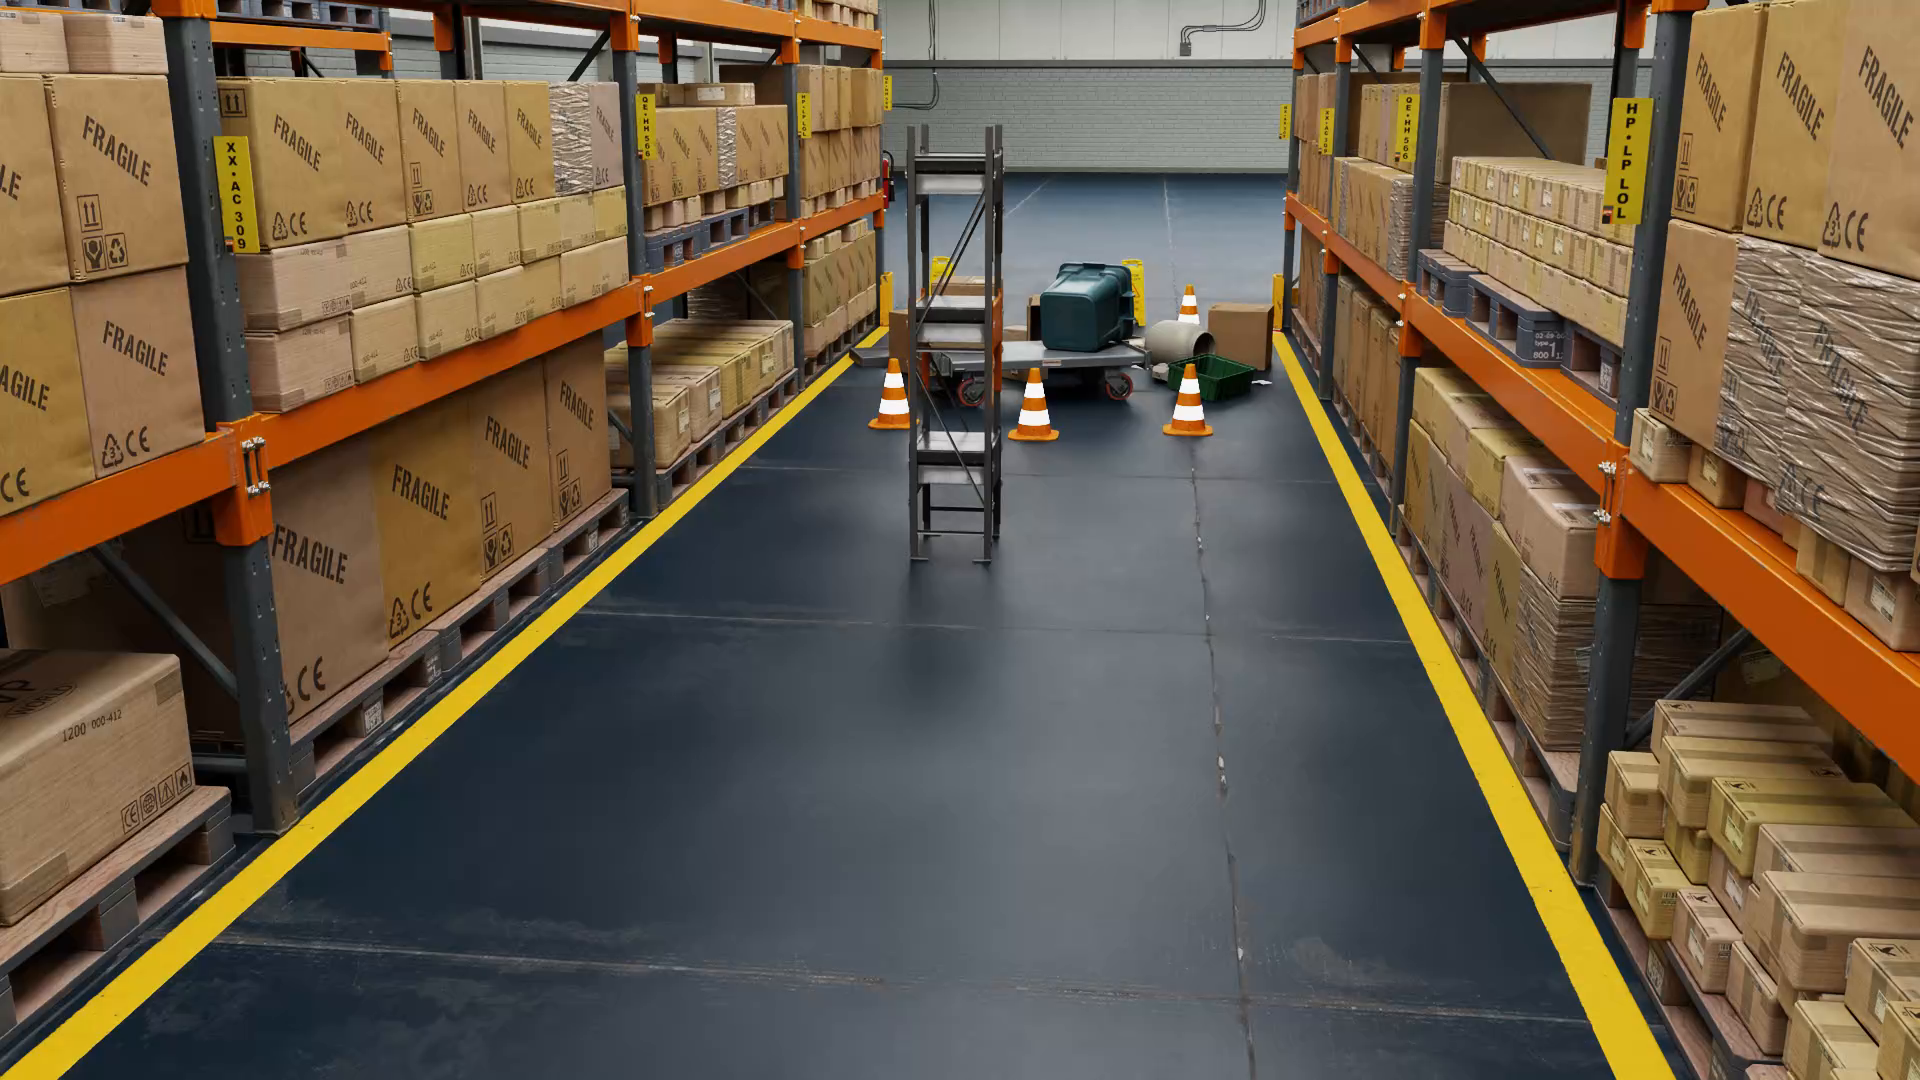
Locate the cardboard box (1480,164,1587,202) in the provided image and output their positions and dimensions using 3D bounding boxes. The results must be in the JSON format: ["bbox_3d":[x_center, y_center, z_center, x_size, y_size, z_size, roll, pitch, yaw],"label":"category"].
[{"bbox_3d":[2.430,-1.515,7.055,0.380,0.149,0.250,1,15,4],"label":"cardboard box"}]

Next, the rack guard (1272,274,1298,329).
[{"bbox_3d":[3.671,-2.337,16.346,1.175,0.500,0.348,2,15,6],"label":"rack guard"}]

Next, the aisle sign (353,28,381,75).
[{"bbox_3d":[-5.895,-5.065,16.668,0.394,0.787,0.004,2,15,6],"label":"aisle sign"}]

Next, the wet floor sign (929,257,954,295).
[{"bbox_3d":[-0.177,-2.538,16.812,0.267,0.644,0.232,7,17,25],"label":"wet floor sign"}]

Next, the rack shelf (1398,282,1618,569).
[{"bbox_3d":[2.540,-0.596,6.499,1.077,0.370,4.000,2,15,6],"label":"rack shelf"}]

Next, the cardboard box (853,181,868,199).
[{"bbox_3d":[-1.059,-3.230,15.341,0.380,0.149,0.250,2,15,7],"label":"cardboard box"}]

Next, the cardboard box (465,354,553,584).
[{"bbox_3d":[-2.430,-0.351,7.479,0.875,0.875,0.875,2,15,7],"label":"cardboard box"}]

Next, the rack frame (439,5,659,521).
[{"bbox_3d":[-2.165,-1.582,8.765,1.000,3.000,0.127,2,15,6],"label":"rack frame"}]

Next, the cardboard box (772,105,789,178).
[{"bbox_3d":[-1.537,-2.887,12.027,0.500,0.500,0.500,1,15,5],"label":"cardboard box"}]

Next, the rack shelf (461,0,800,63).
[{"bbox_3d":[-1.939,-3.201,10.386,1.077,0.370,4.000,2,15,6],"label":"rack shelf"}]

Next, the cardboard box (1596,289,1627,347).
[{"bbox_3d":[2.191,-0.682,5.116,0.380,0.149,0.250,2,15,7],"label":"cardboard box"}]

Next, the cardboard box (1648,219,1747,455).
[{"bbox_3d":[2.008,-0.496,3.987,0.500,0.500,0.500,1,15,5],"label":"cardboard box"}]

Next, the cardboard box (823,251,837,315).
[{"bbox_3d":[-1.330,-2.141,13.860,0.500,0.500,0.500,2,15,9],"label":"cardboard box"}]

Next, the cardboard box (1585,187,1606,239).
[{"bbox_3d":[2.226,-1.040,5.299,0.380,0.149,0.250,1,15,4],"label":"cardboard box"}]

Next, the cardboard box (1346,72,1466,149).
[{"bbox_3d":[3.292,-3.188,12.349,0.875,0.550,0.550,2,15,6],"label":"cardboard box"}]

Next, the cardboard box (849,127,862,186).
[{"bbox_3d":[-1.170,-3.440,14.877,0.500,0.500,0.500,2,15,6],"label":"cardboard box"}]

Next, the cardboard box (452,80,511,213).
[{"bbox_3d":[-2.140,-1.578,6.644,0.500,0.500,0.500,1,15,5],"label":"cardboard box"}]

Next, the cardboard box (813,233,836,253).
[{"bbox_3d":[-1.248,-2.479,13.867,0.380,0.149,0.250,2,15,8],"label":"cardboard box"}]

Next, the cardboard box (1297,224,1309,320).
[{"bbox_3d":[3.657,-2.536,15.561,0.875,0.875,0.875,2,15,7],"label":"cardboard box"}]

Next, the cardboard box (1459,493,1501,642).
[{"bbox_3d":[2.268,0.114,6.479,0.500,0.500,0.500,1,15,5],"label":"cardboard box"}]

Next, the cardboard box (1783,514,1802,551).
[{"bbox_3d":[1.987,-0.030,3.506,0.380,0.149,0.250,1,15,4],"label":"cardboard box"}]

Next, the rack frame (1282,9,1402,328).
[{"bbox_3d":[3.668,-3.537,15.996,1.000,3.000,0.127,2,15,6],"label":"rack frame"}]

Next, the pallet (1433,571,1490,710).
[{"bbox_3d":[2.535,0.402,6.771,1.003,0.211,1.213,2,15,6],"label":"pallet"}]

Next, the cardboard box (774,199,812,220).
[{"bbox_3d":[-1.359,-2.570,12.902,0.380,0.149,0.250,2,15,6],"label":"cardboard box"}]

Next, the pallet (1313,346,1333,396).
[{"bbox_3d":[3.380,-1.348,13.245,1.003,0.211,1.213,2,15,6],"label":"pallet"}]

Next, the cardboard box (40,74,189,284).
[{"bbox_3d":[-2.395,-0.945,4.303,0.500,0.500,0.500,2,15,6],"label":"cardboard box"}]

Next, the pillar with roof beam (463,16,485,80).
[{"bbox_3d":[-2.214,-7.973,20.909,9.100,9.000,0.400,2,15,6],"label":"pillar with roof beam"}]

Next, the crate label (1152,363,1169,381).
[{"bbox_3d":[1.700,-1.338,13.349,0.298,0.136,0.250,-10,18,-32],"label":"crate label"}]

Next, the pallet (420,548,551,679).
[{"bbox_3d":[-2.469,0.282,7.215,1.003,0.211,1.213,2,15,6],"label":"pallet"}]

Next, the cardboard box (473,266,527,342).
[{"bbox_3d":[-2.108,-0.974,6.806,0.500,0.250,0.500,1,15,5],"label":"cardboard box"}]

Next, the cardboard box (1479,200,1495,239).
[{"bbox_3d":[2.428,-1.363,7.062,0.380,0.149,0.250,2,15,7],"label":"cardboard box"}]

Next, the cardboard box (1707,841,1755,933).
[{"bbox_3d":[2.024,0.822,3.962,0.380,0.149,0.250,2,15,6],"label":"cardboard box"}]

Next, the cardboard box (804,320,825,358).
[{"bbox_3d":[-1.378,-1.640,13.443,0.500,0.250,0.500,1,15,4],"label":"cardboard box"}]

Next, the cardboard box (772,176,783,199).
[{"bbox_3d":[-1.497,-2.559,12.057,0.380,0.149,0.250,2,15,7],"label":"cardboard box"}]

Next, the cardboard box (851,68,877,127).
[{"bbox_3d":[-1.122,-3.926,14.758,0.700,0.500,0.500,2,15,6],"label":"cardboard box"}]

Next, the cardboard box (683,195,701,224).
[{"bbox_3d":[-1.750,-1.955,9.821,0.380,0.149,0.250,2,15,7],"label":"cardboard box"}]

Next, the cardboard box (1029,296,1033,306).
[{"bbox_3d":[1.056,-1.921,14.804,0.797,0.503,0.637,-10,18,-32],"label":"cardboard box"}]

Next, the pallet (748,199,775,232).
[{"bbox_3d":[-1.944,-2.333,11.910,1.003,0.211,1.213,2,15,6],"label":"pallet"}]

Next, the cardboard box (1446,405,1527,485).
[{"bbox_3d":[2.321,-0.389,6.902,0.500,0.250,0.500,2,15,7],"label":"cardboard box"}]

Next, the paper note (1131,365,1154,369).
[{"bbox_3d":[1.552,-1.469,14.050,0.172,0.023,0.155,7,17,25],"label":"paper note"}]

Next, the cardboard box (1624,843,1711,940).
[{"bbox_3d":[1.924,0.903,4.234,0.380,0.149,0.250,2,15,8],"label":"cardboard box"}]

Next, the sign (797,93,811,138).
[{"bbox_3d":[-1.161,-3.163,12.394,0.100,0.325,0.005,2,15,6],"label":"sign"}]

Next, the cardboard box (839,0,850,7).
[{"bbox_3d":[-1.218,-4.639,14.043,0.500,0.250,0.500,2,15,7],"label":"cardboard box"}]

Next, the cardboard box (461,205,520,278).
[{"bbox_3d":[-2.117,-1.216,6.744,0.500,0.250,0.500,1,15,5],"label":"cardboard box"}]

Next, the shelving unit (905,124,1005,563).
[{"bbox_3d":[-0.019,-0.971,8.229,0.431,2.100,0.503,2,15,6],"label":"shelving unit"}]

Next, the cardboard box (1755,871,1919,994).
[{"bbox_3d":[1.883,0.813,3.425,0.380,0.149,0.250,2,15,7],"label":"cardboard box"}]

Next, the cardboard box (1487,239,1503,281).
[{"bbox_3d":[2.397,-1.155,6.863,0.380,0.149,0.250,2,15,8],"label":"cardboard box"}]

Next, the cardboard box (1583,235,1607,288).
[{"bbox_3d":[2.222,-0.891,5.319,0.380,0.149,0.250,2,15,9],"label":"cardboard box"}]

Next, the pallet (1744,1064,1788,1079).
[{"bbox_3d":[2.138,1.414,3.029,1.003,0.211,1.213,2,15,6],"label":"pallet"}]

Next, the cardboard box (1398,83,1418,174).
[{"bbox_3d":[2.937,-2.374,9.587,0.700,0.500,0.500,1,15,5],"label":"cardboard box"}]

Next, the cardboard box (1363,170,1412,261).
[{"bbox_3d":[2.663,-1.894,9.729,0.500,0.500,0.500,1,15,5],"label":"cardboard box"}]

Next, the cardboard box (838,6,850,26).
[{"bbox_3d":[-1.153,-4.483,14.229,0.380,0.149,0.250,2,15,6],"label":"cardboard box"}]
